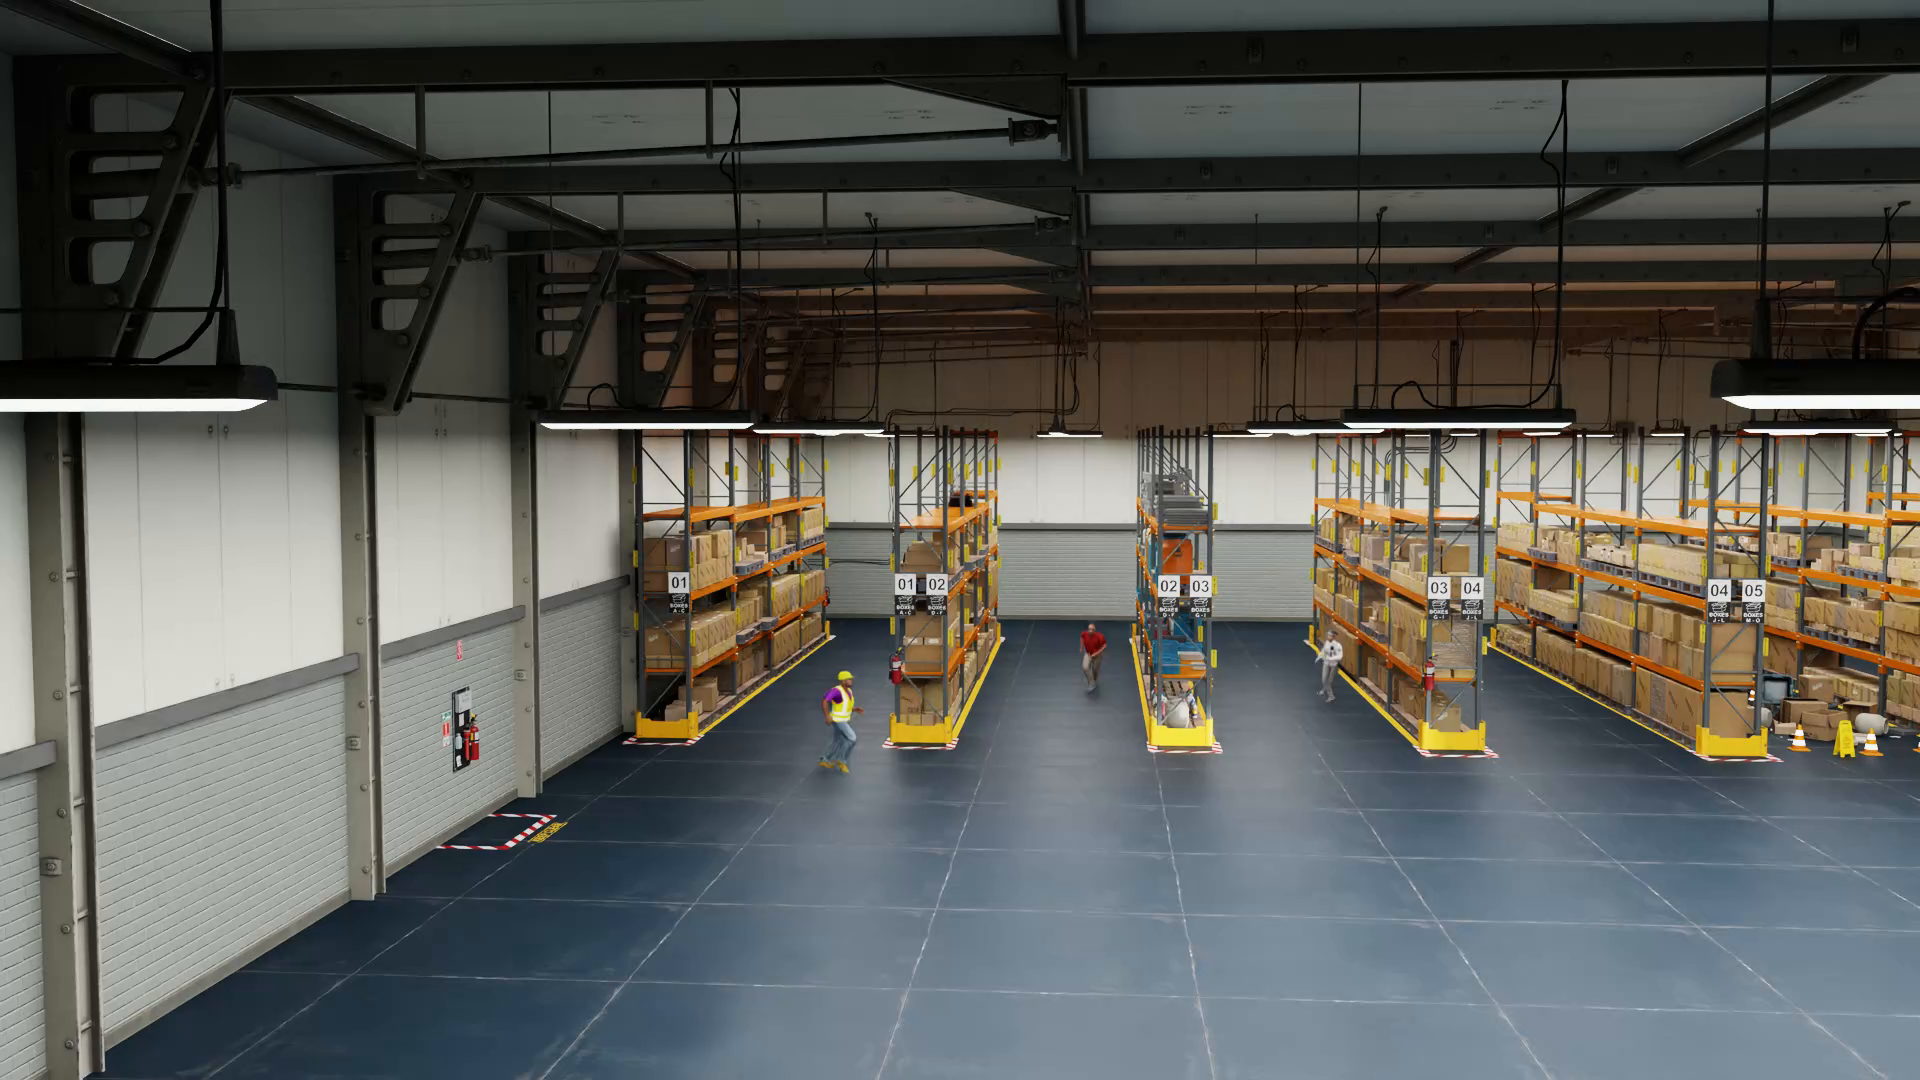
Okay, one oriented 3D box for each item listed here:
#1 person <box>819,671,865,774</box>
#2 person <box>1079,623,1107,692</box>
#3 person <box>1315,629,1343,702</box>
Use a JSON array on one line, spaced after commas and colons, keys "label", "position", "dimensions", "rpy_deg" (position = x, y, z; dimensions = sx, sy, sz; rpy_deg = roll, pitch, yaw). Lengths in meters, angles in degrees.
[{"label": "person", "position": [-2.065, 3.139, 28.661], "dimensions": [0.834, 1.774, 0.645], "rpy_deg": [1, 4, 18]}, {"label": "person", "position": [3.088, 2.657, 38.210], "dimensions": [0.664, 1.578, 1.054], "rpy_deg": [1, 4, 15]}, {"label": "person", "position": [8.135, 2.745, 36.514], "dimensions": [0.710, 1.631, 0.636], "rpy_deg": [3, 4, 37]}]
